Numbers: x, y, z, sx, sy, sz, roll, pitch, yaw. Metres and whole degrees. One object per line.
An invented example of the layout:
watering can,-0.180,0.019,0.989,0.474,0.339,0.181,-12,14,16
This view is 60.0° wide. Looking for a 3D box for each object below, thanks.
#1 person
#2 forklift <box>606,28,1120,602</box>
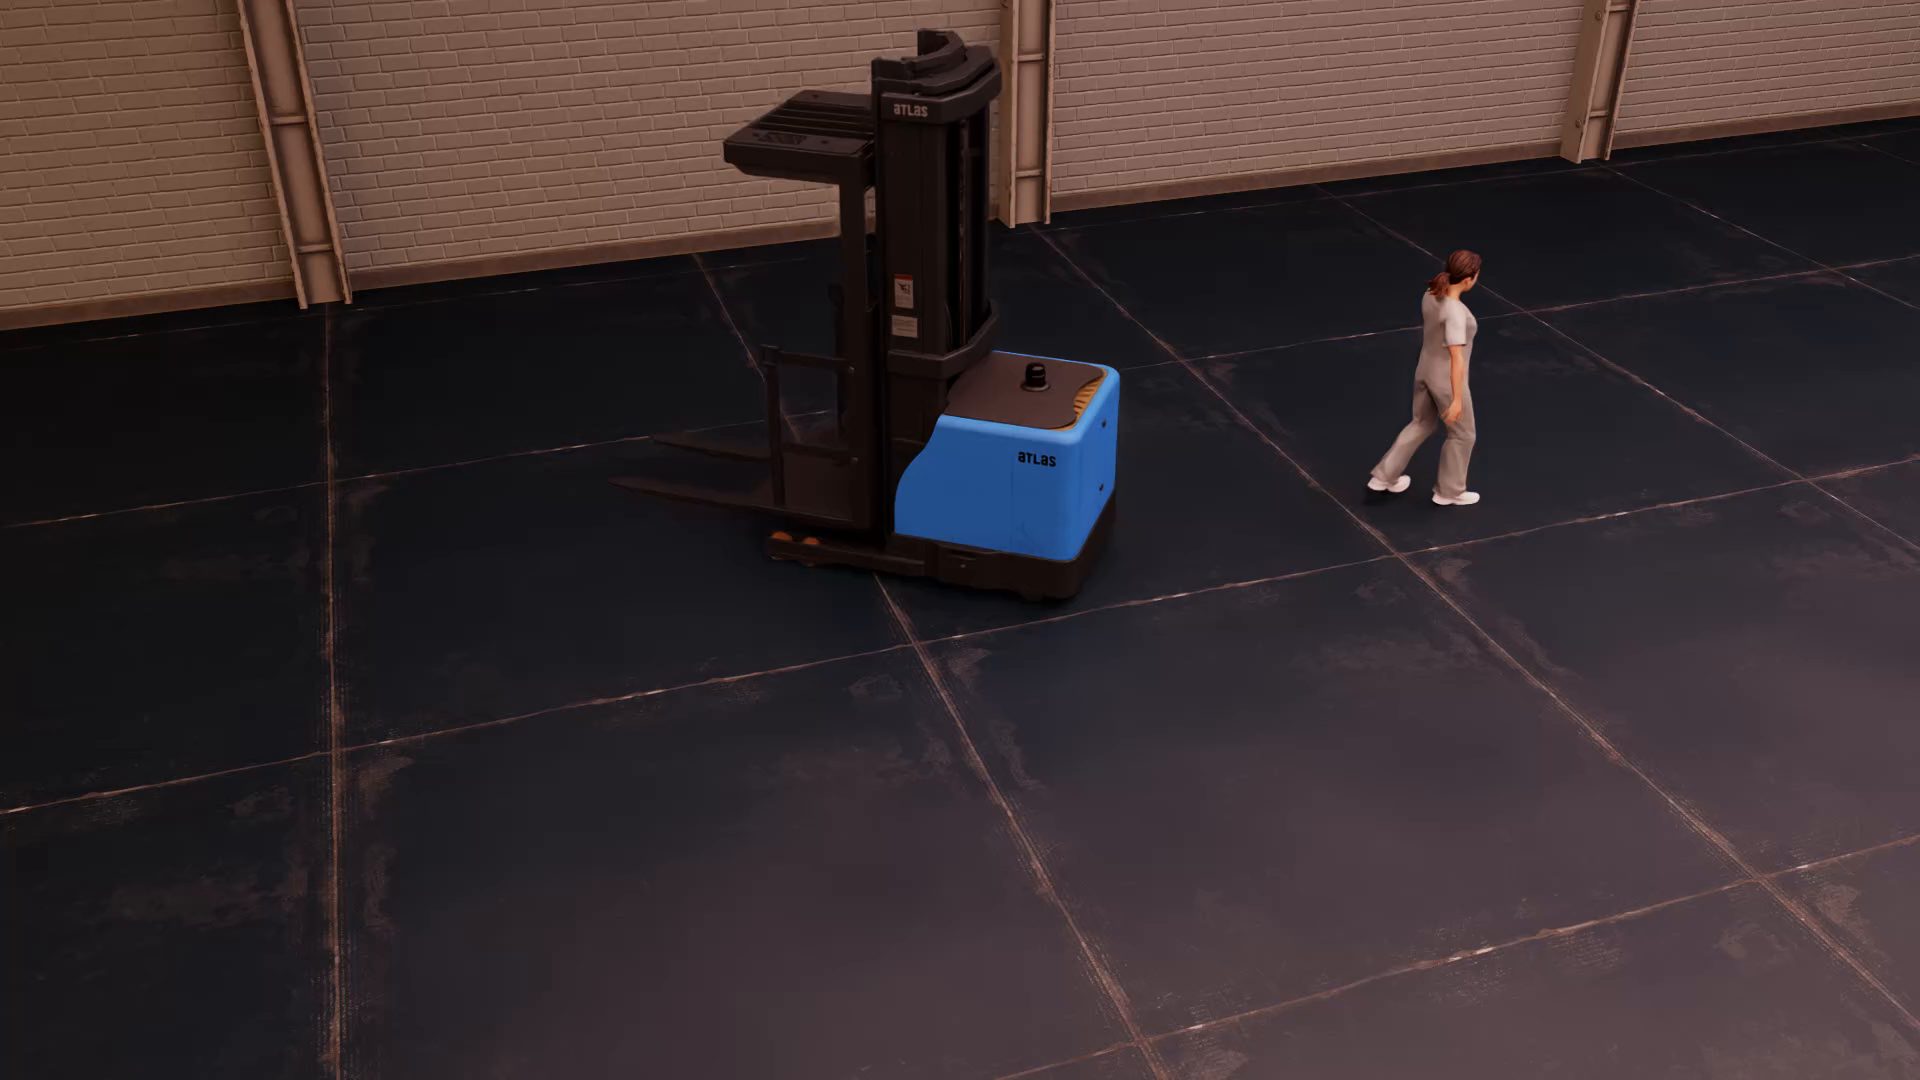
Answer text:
person,2.925,-0.955,10.037,0.719,1.659,0.823,-7,31,-12
forklift,-0.638,-1.354,9.440,3.031,2.935,1.130,10,31,16
